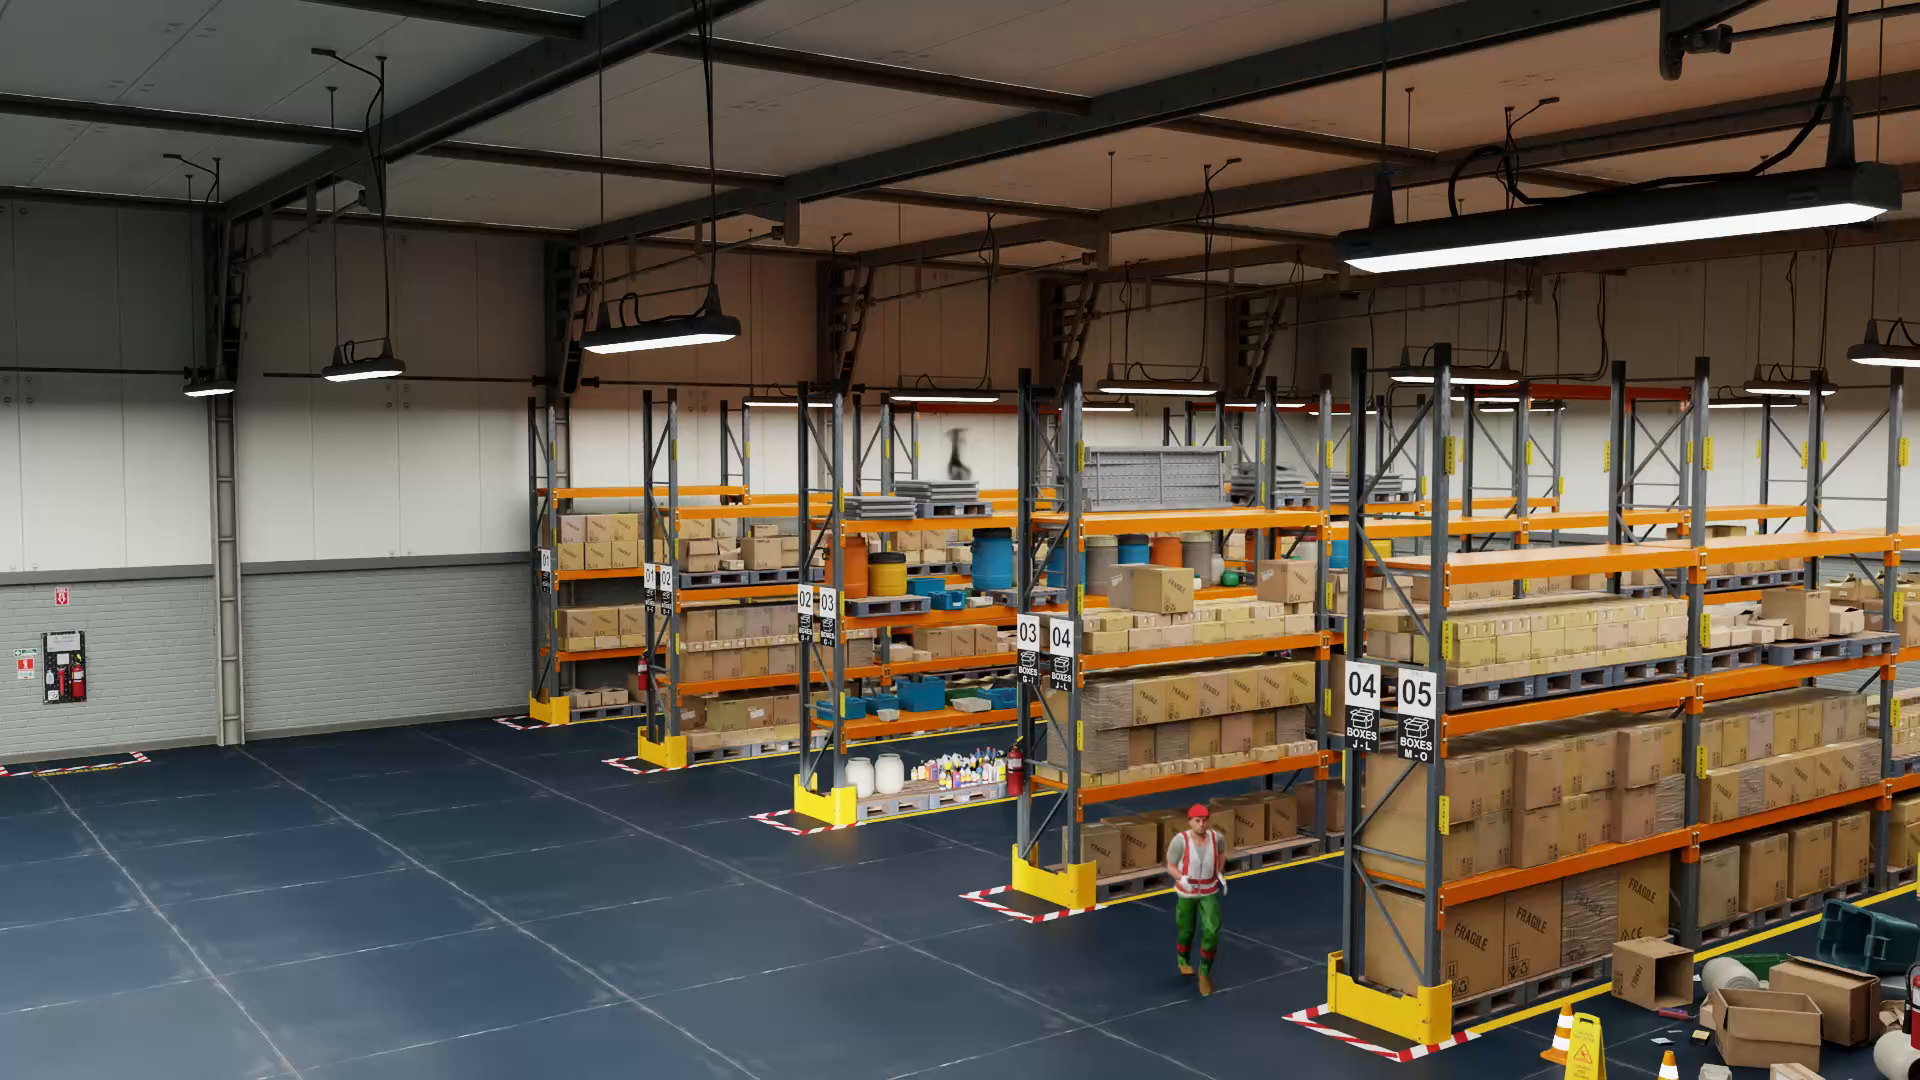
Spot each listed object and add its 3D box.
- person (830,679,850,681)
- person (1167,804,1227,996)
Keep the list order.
[{"bbox_3d":[-2.260,2.458,30.955,0.813,1.830,0.681,-2,4,-30],"label":"person"},{"bbox_3d":[2.235,3.364,15.669,0.586,1.807,0.850,0,3,0],"label":"person"}]
